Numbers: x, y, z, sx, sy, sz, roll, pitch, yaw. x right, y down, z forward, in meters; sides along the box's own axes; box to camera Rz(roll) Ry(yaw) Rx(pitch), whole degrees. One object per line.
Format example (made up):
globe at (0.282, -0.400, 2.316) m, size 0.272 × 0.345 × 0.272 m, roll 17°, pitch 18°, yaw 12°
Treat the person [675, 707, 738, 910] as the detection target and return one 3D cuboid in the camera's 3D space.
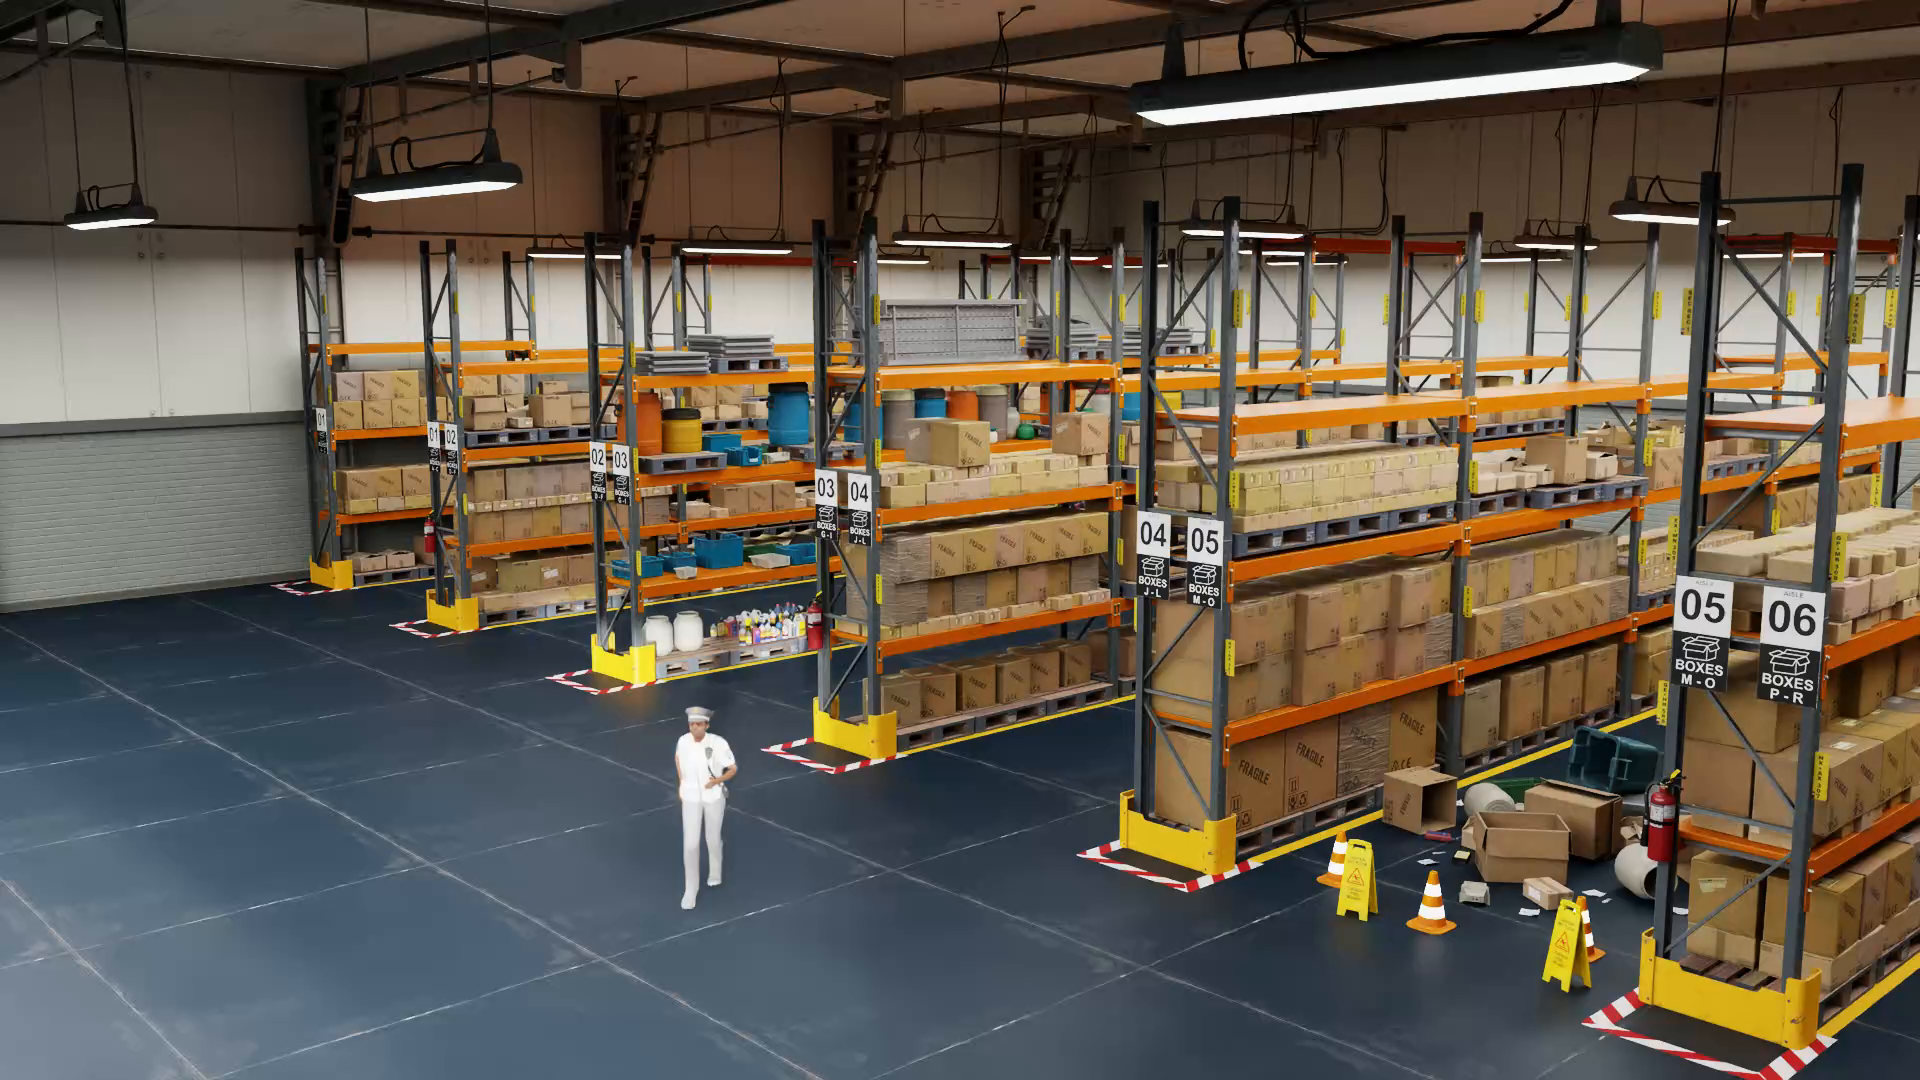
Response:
person at (-2.182, 2.256, 14.293) m, size 0.571 × 1.749 × 0.753 m, roll 0°, pitch 8°, yaw 0°
